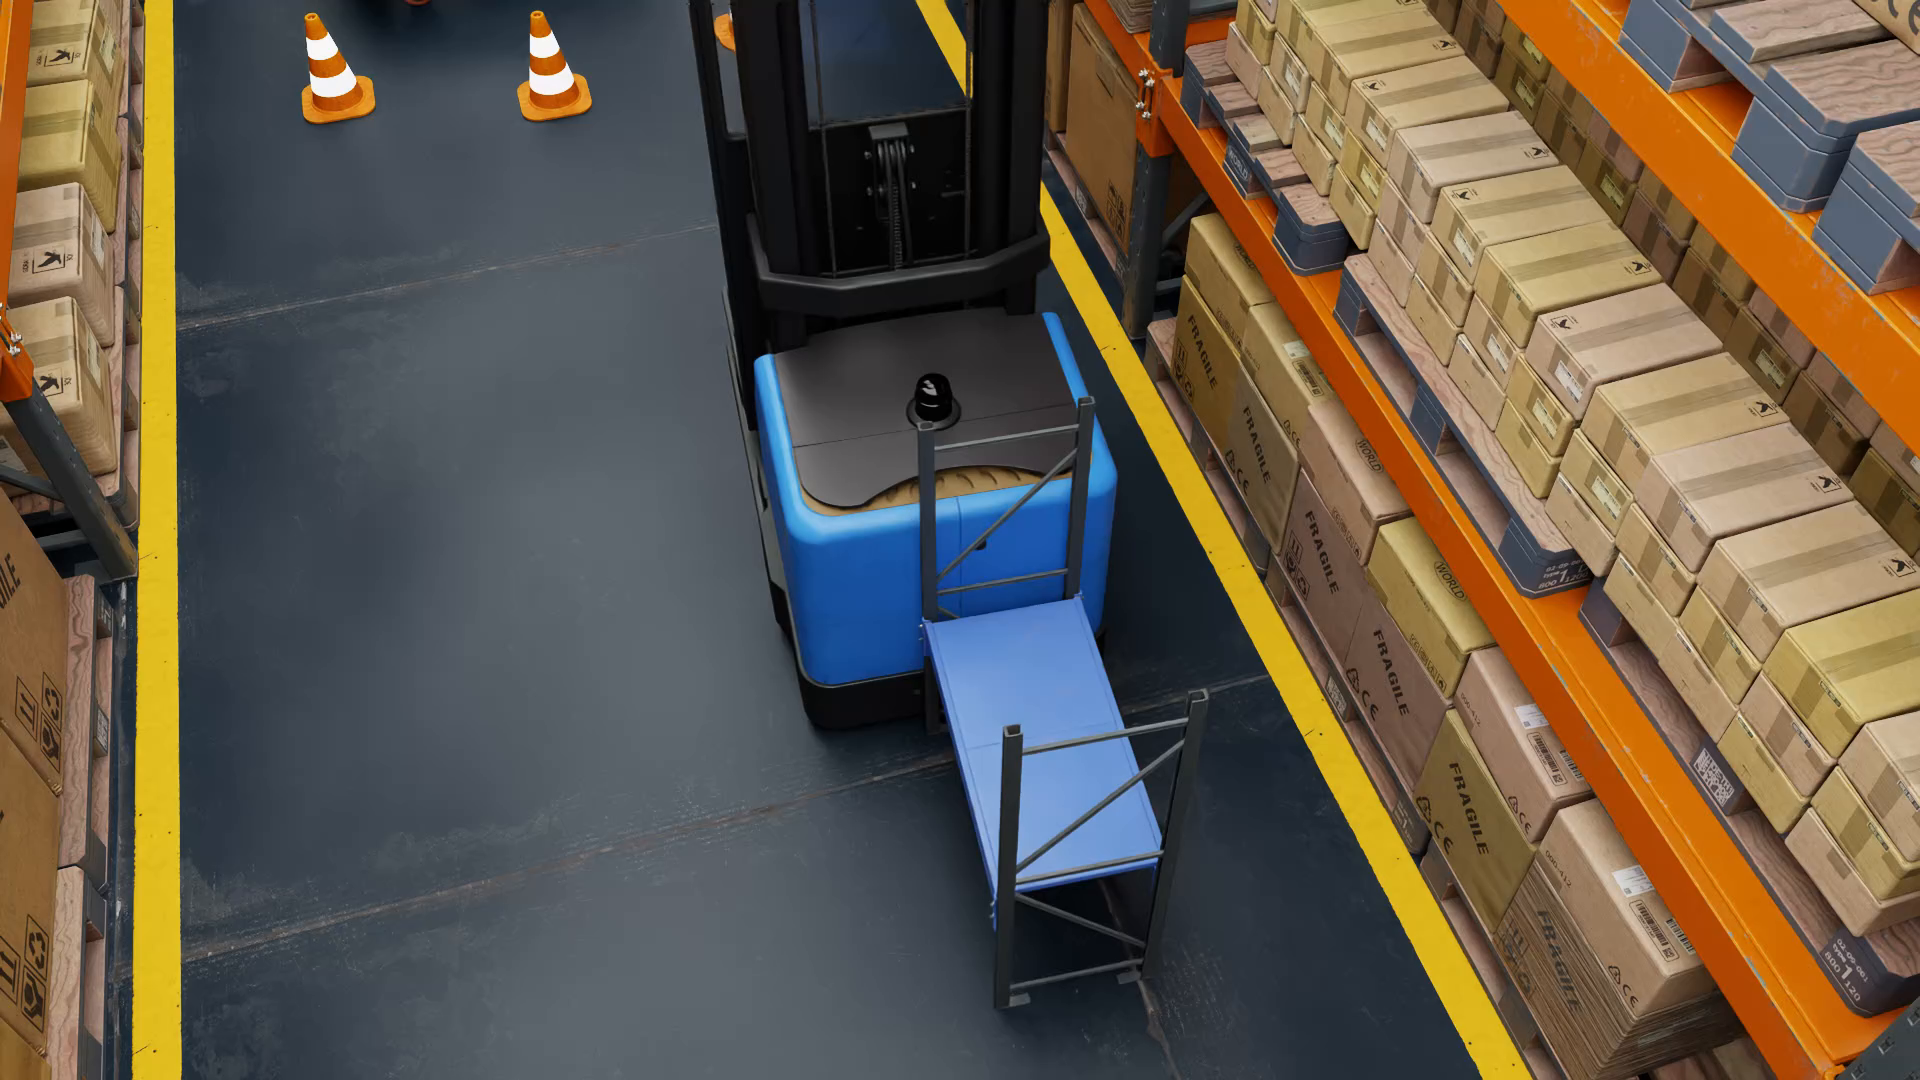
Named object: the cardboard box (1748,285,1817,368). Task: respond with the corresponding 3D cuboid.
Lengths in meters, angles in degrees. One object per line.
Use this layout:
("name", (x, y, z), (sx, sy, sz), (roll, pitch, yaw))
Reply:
("cardboard box", (2.297, -0.612, 4.305), (0.380, 0.149, 0.250), (-12, 51, -10))

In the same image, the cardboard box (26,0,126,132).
("cardboard box", (-4.334, -2.062, 7.470), (0.950, 0.372, 0.625), (-10, 51, -9))

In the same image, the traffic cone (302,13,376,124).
("traffic cone", (-3.003, -2.273, 7.864), (0.336, 0.463, 0.334), (-13, 51, -11))

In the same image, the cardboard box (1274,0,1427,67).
("cardboard box", (1.208, -1.621, 5.155), (0.380, 0.149, 0.250), (-15, 51, -12))

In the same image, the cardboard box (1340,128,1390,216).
("cardboard box", (1.365, -1.127, 4.934), (0.380, 0.149, 0.250), (-13, 51, -11))

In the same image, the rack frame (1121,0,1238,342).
("rack frame", (1.175, -1.952, 5.933), (1.000, 3.000, 0.127), (-13, 51, -11))

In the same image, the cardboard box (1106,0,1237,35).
("cardboard box", (0.785, -2.252, 6.121), (0.500, 0.500, 0.500), (-13, 51, -11))

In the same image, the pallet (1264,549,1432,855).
("pallet", (1.761, 0.408, 5.768), (1.003, 0.211, 1.213), (-13, 51, -11))

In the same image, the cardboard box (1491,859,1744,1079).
("cardboard box", (1.898, 1.157, 4.673), (0.500, 0.500, 0.500), (-14, 51, -12))

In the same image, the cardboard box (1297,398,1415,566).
("cardboard box", (1.431, -0.230, 5.352), (0.500, 0.250, 0.500), (-13, 51, -11))

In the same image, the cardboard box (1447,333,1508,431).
("cardboard box", (1.584, -0.475, 4.578), (0.380, 0.149, 0.250), (-15, 51, -12))

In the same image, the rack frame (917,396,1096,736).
("rack frame", (0.129, 0.134, 5.156), (0.500, 1.500, 0.032), (-10, 51, -8))

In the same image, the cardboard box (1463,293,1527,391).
("cardboard box", (1.591, -0.567, 4.461), (0.380, 0.149, 0.250), (-12, 51, -10))

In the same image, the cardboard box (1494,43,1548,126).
("cardboard box", (1.916, -1.458, 5.212), (0.380, 0.149, 0.250), (-12, 51, -10))

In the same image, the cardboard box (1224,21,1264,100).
("cardboard box", (1.114, -1.633, 5.555), (0.380, 0.149, 0.250), (-14, 51, -11))

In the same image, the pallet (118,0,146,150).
("pallet", (-4.475, -2.213, 7.977), (1.003, 0.211, 1.213), (-13, 51, -11))

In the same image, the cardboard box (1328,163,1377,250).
("cardboard box", (1.355, -1.044, 5.058), (0.380, 0.149, 0.250), (-11, 51, -9))

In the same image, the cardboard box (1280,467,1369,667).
("cardboard box", (1.448, 0.033, 5.620), (0.500, 0.500, 0.500), (-14, 51, -12))

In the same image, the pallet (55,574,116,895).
("pallet", (-3.363, 0.733, 5.494), (1.003, 0.211, 1.213), (-13, 51, -11))

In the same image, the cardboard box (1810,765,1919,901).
("cardboard box", (2.051, 0.574, 3.500), (0.380, 0.149, 0.250), (-12, 51, -10))

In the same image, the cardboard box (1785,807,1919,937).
("cardboard box", (2.051, 0.670, 3.613), (0.380, 0.149, 0.250), (-14, 51, -12))

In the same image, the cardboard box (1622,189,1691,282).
("cardboard box", (2.139, -0.902, 4.744), (0.380, 0.149, 0.250), (-12, 51, -10))

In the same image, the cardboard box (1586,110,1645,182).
("cardboard box", (2.055, -1.197, 4.797), (0.380, 0.149, 0.250), (-13, 51, -11))

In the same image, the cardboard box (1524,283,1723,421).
("cardboard box", (1.668, -0.477, 4.191), (0.380, 0.149, 0.250), (-15, 52, -13))

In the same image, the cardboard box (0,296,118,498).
("cardboard box", (-3.682, -0.462, 6.121), (0.950, 0.372, 0.625), (-16, 52, -13))

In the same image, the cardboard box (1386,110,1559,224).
("cardboard box", (1.436, -1.050, 4.674), (0.380, 0.149, 0.250), (-11, 51, -9))

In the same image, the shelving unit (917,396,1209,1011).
("shelving unit", (0.238, 0.513, 4.836), (0.538, 1.500, 1.048), (-10, 51, -8))

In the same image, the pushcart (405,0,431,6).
("pushcart", (-2.544, -3.387, 8.858), (1.648, 0.377, 0.936), (-30, 56, -23))

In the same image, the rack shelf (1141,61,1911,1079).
("rack shelf", (1.766, -0.259, 4.977), (1.077, 0.370, 4.000), (-13, 51, -11))

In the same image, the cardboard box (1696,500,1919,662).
("cardboard box", (1.897, 0.090, 3.713), (0.380, 0.149, 0.250), (-15, 51, -12))

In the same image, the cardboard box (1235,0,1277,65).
("cardboard box", (1.126, -1.703, 5.419), (0.380, 0.149, 0.250), (-11, 51, -9))

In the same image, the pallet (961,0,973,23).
("pallet", (0.656, -2.535, 8.249), (1.003, 0.211, 1.213), (-13, 51, -11))

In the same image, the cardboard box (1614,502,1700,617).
("cardboard box", (1.816, 0.001, 3.982), (0.380, 0.149, 0.250), (-15, 51, -12))

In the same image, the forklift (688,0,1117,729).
("forklift", (-0.322, -1.461, 5.565), (1.130, 2.935, 3.031), (-10, 51, -8))

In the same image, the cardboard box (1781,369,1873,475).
("cardboard box", (2.366, -0.336, 4.266), (0.380, 0.149, 0.250), (-11, 51, -10))

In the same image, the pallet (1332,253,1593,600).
("pallet", (1.799, -0.453, 4.796), (1.003, 0.211, 1.213), (-13, 51, -11))

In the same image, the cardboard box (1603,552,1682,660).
("cardboard box", (1.828, 0.115, 4.081), (0.380, 0.149, 0.250), (-16, 52, -13))

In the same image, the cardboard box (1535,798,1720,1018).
("cardboard box", (1.896, 0.912, 4.389), (0.500, 0.250, 0.500), (-15, 51, -12))

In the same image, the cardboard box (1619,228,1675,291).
("cardboard box", (2.134, -0.812, 4.862), (0.380, 0.149, 0.250), (-12, 51, -10))

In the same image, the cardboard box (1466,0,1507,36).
("cardboard box", (1.830, -1.759, 5.272), (0.380, 0.149, 0.250), (-14, 51, -11))

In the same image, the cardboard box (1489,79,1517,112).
("cardboard box", (1.908, -1.380, 5.341), (0.380, 0.149, 0.250), (-13, 51, -10))

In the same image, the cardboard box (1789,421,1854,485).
("cardboard box", (2.374, -0.230, 4.372), (0.380, 0.149, 0.250), (-15, 52, -13))

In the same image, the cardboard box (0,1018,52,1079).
("cardboard box", (-2.876, 1.620, 4.038), (0.875, 0.875, 0.875), (-12, 51, -10))
